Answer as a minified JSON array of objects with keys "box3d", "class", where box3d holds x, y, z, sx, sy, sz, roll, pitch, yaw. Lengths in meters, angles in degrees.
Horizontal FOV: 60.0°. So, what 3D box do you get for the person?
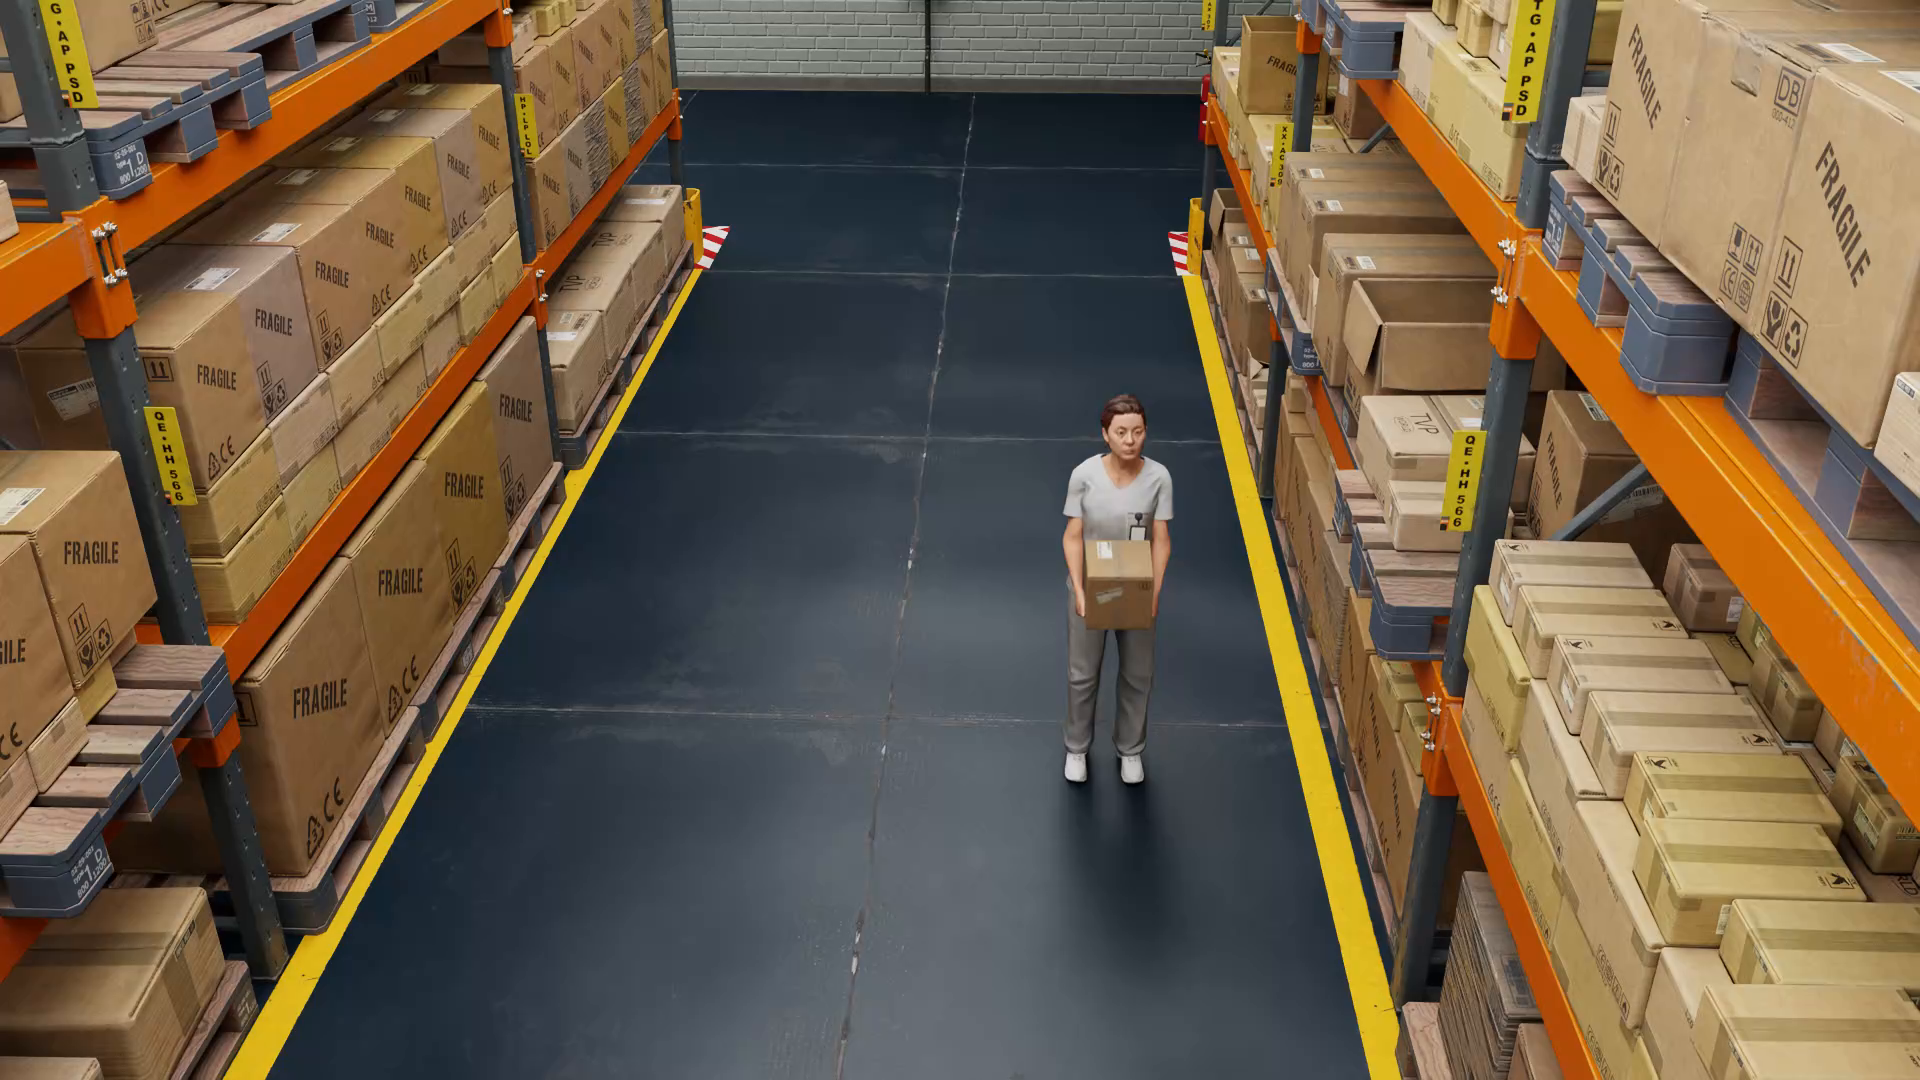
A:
[{"box3d":[0.623,0.245,6.676,0.438,1.662,0.560,1,28,1],"class":"person"}]
